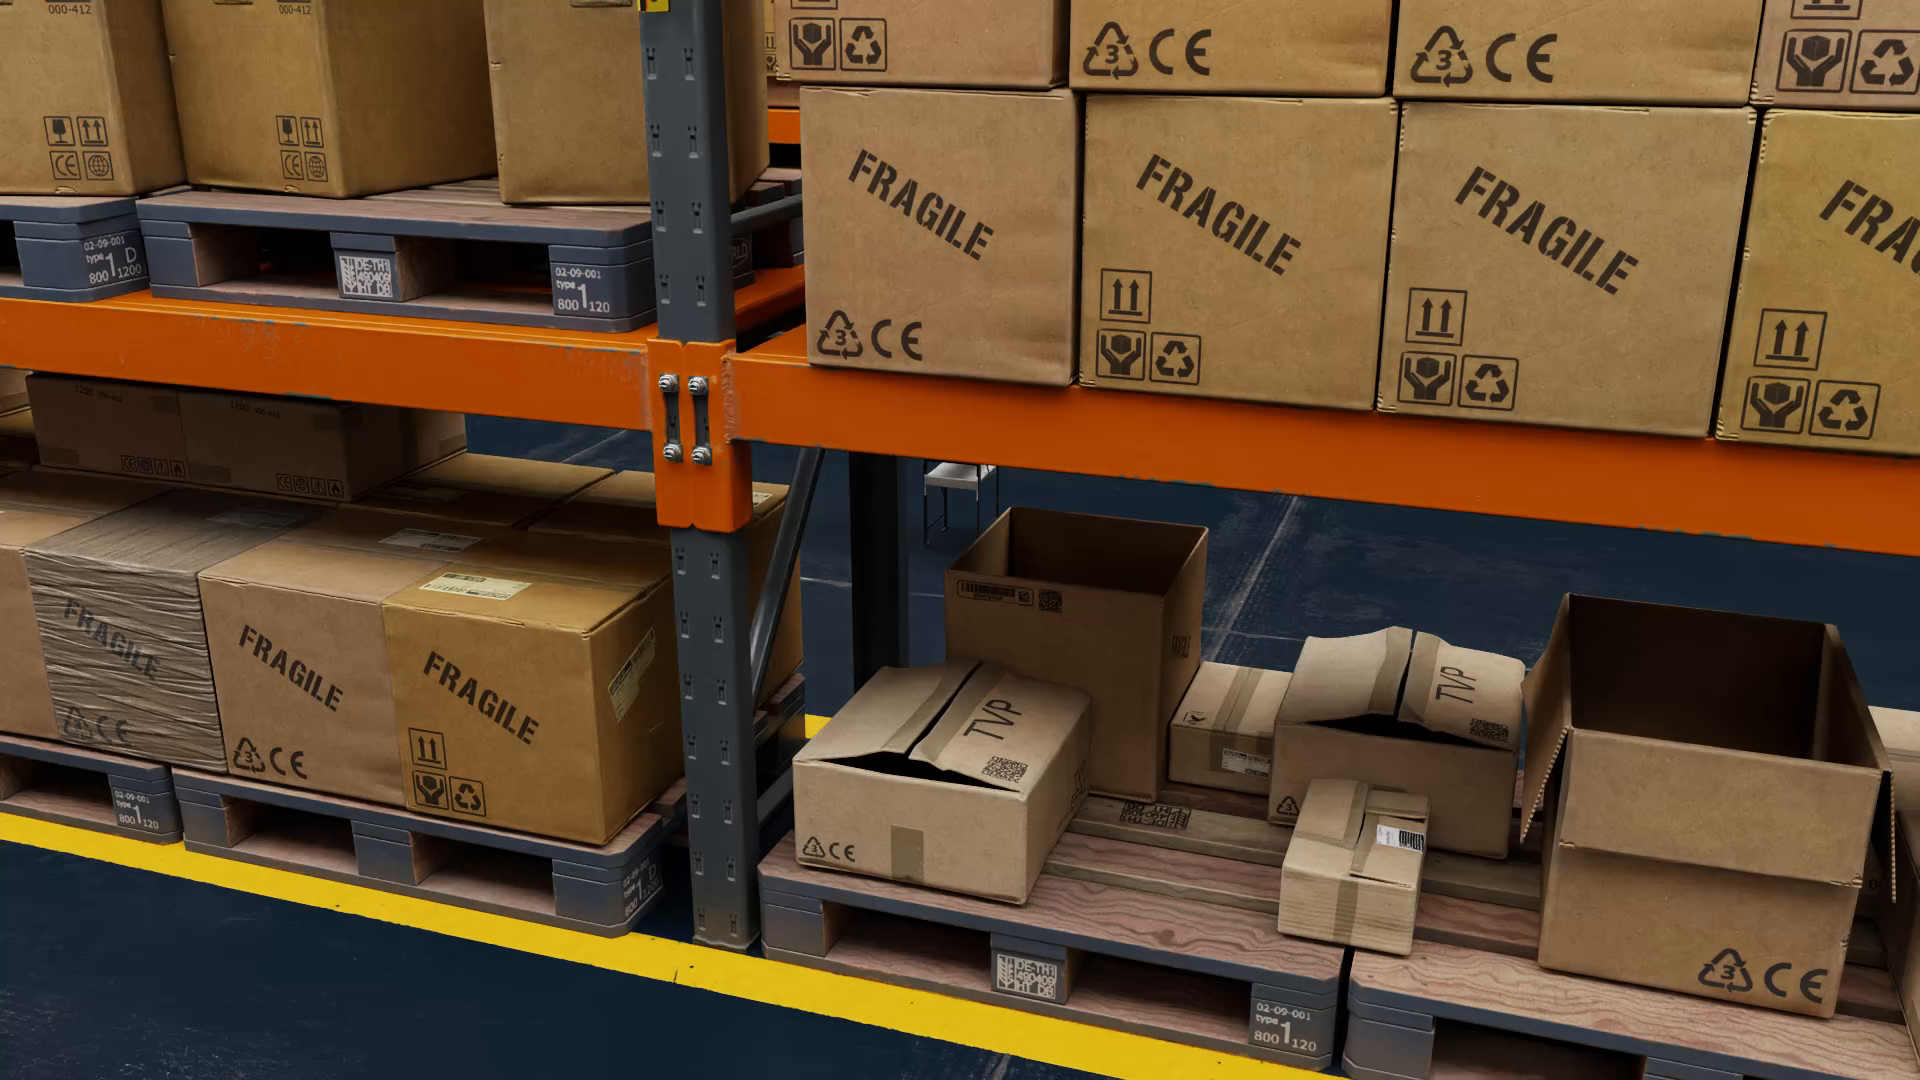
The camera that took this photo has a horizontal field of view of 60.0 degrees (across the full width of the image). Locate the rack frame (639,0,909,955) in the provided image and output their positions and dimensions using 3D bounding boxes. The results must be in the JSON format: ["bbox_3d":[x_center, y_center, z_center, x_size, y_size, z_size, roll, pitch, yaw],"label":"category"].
[{"bbox_3d":[-0.352,-0.695,3.512,0.127,3.000,1.000,7,20,18],"label":"rack frame"}]

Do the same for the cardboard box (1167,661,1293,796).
[{"bbox_3d":[0.654,0.439,3.922,0.250,0.149,0.380,7,20,18],"label":"cardboard box"}]

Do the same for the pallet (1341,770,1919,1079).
[{"bbox_3d":[1.453,0.828,3.381,1.213,0.211,1.003,7,20,18],"label":"pallet"}]

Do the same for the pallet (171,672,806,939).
[{"bbox_3d":[-1.132,0.546,4.189,1.213,0.211,1.003,7,20,18],"label":"pallet"}]

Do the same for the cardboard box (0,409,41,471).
[{"bbox_3d":[-2.681,-0.070,4.849,0.500,0.500,0.500,6,20,16],"label":"cardboard box"}]

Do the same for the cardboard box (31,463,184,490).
[{"bbox_3d":[-2.183,-0.015,4.692,0.500,0.500,0.500,6,20,16],"label":"cardboard box"}]

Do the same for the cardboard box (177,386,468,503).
[{"bbox_3d":[-1.673,-0.312,4.405,0.500,0.250,0.500,7,20,18],"label":"cardboard box"}]

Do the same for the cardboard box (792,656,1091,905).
[{"bbox_3d":[-0.026,0.480,3.559,0.500,0.311,0.500,7,20,18],"label":"cardboard box"}]

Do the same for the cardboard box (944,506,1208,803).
[{"bbox_3d":[0.280,0.251,3.927,0.500,0.500,0.500,7,20,18],"label":"cardboard box"}]

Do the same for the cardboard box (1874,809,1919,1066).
[{"bbox_3d":[1.945,0.734,2.922,0.500,0.250,0.500,7,20,18],"label":"cardboard box"}]

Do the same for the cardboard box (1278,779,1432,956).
[{"bbox_3d":[0.794,0.638,3.324,0.250,0.166,0.380,7,20,18],"label":"cardboard box"}]

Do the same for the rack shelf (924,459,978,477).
[{"bbox_3d":[0.008,-0.308,5.966,0.200,0.077,0.258,7,20,18],"label":"rack shelf"}]

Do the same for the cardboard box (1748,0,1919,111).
[{"bbox_3d":[1.462,-0.909,2.455,0.500,0.500,0.500,7,20,20],"label":"cardboard box"}]

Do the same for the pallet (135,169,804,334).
[{"bbox_3d":[-1.071,-0.724,3.888,1.213,0.211,1.003,7,20,18],"label":"pallet"}]

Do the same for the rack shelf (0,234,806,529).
[{"bbox_3d":[-2.241,-0.571,4.250,4.000,0.370,1.077,7,20,18],"label":"rack shelf"}]

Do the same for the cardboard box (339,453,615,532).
[{"bbox_3d":[-1.236,0.096,4.373,0.500,0.500,0.500,7,20,19],"label":"cardboard box"}]

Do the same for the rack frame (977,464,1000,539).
[{"bbox_3d":[0.104,-0.413,5.894,0.006,0.900,0.240,7,20,18],"label":"rack frame"}]

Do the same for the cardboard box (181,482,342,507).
[{"bbox_3d":[-1.706,0.039,4.535,0.500,0.500,0.500,7,20,19],"label":"cardboard box"}]

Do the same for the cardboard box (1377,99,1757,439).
[{"bbox_3d":[0.997,-0.493,2.782,0.500,0.500,0.500,6,20,18],"label":"cardboard box"}]

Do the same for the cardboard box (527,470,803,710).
[{"bbox_3d":[-0.729,0.150,4.218,0.500,0.500,0.500,6,20,16],"label":"cardboard box"}]

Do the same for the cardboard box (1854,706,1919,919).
[{"bbox_3d":[2.062,0.573,3.384,0.500,0.250,0.500,7,20,18],"label":"cardboard box"}]

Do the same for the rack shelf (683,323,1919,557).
[{"bbox_3d":[1.538,-0.139,3.010,4.000,0.370,1.077,7,20,18],"label":"rack shelf"}]

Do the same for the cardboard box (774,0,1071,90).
[{"bbox_3d":[0.001,-1.076,2.934,0.500,0.500,0.500,7,20,19],"label":"cardboard box"}]

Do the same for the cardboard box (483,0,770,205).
[{"bbox_3d":[-0.726,-1.061,3.773,0.500,0.500,0.700,0,19,0],"label":"cardboard box"}]

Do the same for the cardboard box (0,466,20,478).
[{"bbox_3d":[-2.825,0.094,4.377,0.500,0.500,0.500,6,20,17],"label":"cardboard box"}]

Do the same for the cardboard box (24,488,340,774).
[{"bbox_3d":[-1.850,0.203,4.065,0.500,0.500,0.500,7,20,19],"label":"cardboard box"}]

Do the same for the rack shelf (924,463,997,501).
[{"bbox_3d":[0.008,-0.223,5.996,0.200,0.077,0.258,7,20,18],"label":"rack shelf"}]

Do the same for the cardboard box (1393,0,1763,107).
[{"bbox_3d":[0.974,-0.964,2.615,0.500,0.500,0.500,6,20,16],"label":"cardboard box"}]

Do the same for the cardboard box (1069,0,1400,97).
[{"bbox_3d":[0.489,-1.020,2.774,0.500,0.500,0.500,6,20,16],"label":"cardboard box"}]

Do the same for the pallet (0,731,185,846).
[{"bbox_3d":[-2.289,0.415,4.566,1.213,0.211,1.003,7,20,18],"label":"pallet"}]

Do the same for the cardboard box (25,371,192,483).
[{"bbox_3d":[-2.147,-0.366,4.560,0.500,0.250,0.500,6,20,17],"label":"cardboard box"}]

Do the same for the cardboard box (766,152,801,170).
[{"bbox_3d":[-1.031,-1.634,8.834,0.750,0.750,0.750,6,20,18],"label":"cardboard box"}]

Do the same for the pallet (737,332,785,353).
[{"bbox_3d":[-0.639,-1.110,8.939,1.213,0.211,1.003,7,20,18],"label":"pallet"}]

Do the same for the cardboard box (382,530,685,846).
[{"bbox_3d":[-0.912,0.314,3.748,0.500,0.500,0.500,6,20,18],"label":"cardboard box"}]

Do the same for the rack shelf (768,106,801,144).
[{"bbox_3d":[-0.619,-2.112,8.670,4.000,0.370,1.077,7,20,18],"label":"rack shelf"}]

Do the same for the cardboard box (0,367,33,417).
[{"bbox_3d":[-3.115,-0.475,4.873,0.500,0.250,0.500,7,21,20],"label":"cardboard box"}]

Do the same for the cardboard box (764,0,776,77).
[{"bbox_3d":[-0.679,-2.565,8.244,0.500,0.500,0.500,7,20,20],"label":"cardboard box"}]

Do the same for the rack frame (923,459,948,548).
[{"bbox_3d":[-0.088,-0.435,5.957,0.006,0.900,0.240,7,20,18],"label":"rack frame"}]

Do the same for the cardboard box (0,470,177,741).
[{"bbox_3d":[-2.331,0.149,4.220,0.500,0.500,0.500,6,20,16],"label":"cardboard box"}]

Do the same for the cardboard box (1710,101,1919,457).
[{"bbox_3d":[1.478,-0.439,2.625,0.500,0.500,0.500,6,20,17],"label":"cardboard box"}]

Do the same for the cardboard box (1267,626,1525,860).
[{"bbox_3d":[0.988,0.422,3.726,0.500,0.311,0.500,7,20,18],"label":"cardboard box"}]

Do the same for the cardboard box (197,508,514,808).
[{"bbox_3d":[-1.376,0.258,3.909,0.500,0.500,0.500,7,20,18],"label":"cardboard box"}]

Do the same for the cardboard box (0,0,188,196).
[{"bbox_3d":[-2.041,-1.112,3.919,0.500,0.500,0.700,1,19,4],"label":"cardboard box"}]

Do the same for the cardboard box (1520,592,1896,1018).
[{"bbox_3d":[1.425,0.478,3.273,0.637,0.503,0.797,7,20,18],"label":"cardboard box"}]

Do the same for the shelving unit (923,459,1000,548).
[{"bbox_3d":[0.008,-0.424,5.926,0.210,0.900,0.258,7,20,18],"label":"shelving unit"}]

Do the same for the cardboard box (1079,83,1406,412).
[{"bbox_3d":[0.525,-0.548,2.939,0.500,0.500,0.500,7,20,19],"label":"cardboard box"}]

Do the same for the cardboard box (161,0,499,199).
[{"bbox_3d":[-1.396,-1.115,3.929,0.500,0.500,0.700,10,22,27],"label":"cardboard box"}]

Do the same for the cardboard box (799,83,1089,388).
[{"bbox_3d":[0.040,-0.602,3.094,0.500,0.500,0.500,7,20,19],"label":"cardboard box"}]

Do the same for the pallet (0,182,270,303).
[{"bbox_3d":[-2.292,-0.827,4.184,1.213,0.211,1.003,7,20,18],"label":"pallet"}]

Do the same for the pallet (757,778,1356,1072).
[{"bbox_3d":[0.297,0.697,3.757,1.213,0.211,1.003,7,20,18],"label":"pallet"}]

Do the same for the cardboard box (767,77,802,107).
[{"bbox_3d":[-0.820,-2.288,8.435,0.250,0.149,0.380,7,20,18],"label":"cardboard box"}]

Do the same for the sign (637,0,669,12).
[{"bbox_3d":[-0.530,-1.068,2.825,0.005,0.325,0.100,7,20,18],"label":"sign"}]
